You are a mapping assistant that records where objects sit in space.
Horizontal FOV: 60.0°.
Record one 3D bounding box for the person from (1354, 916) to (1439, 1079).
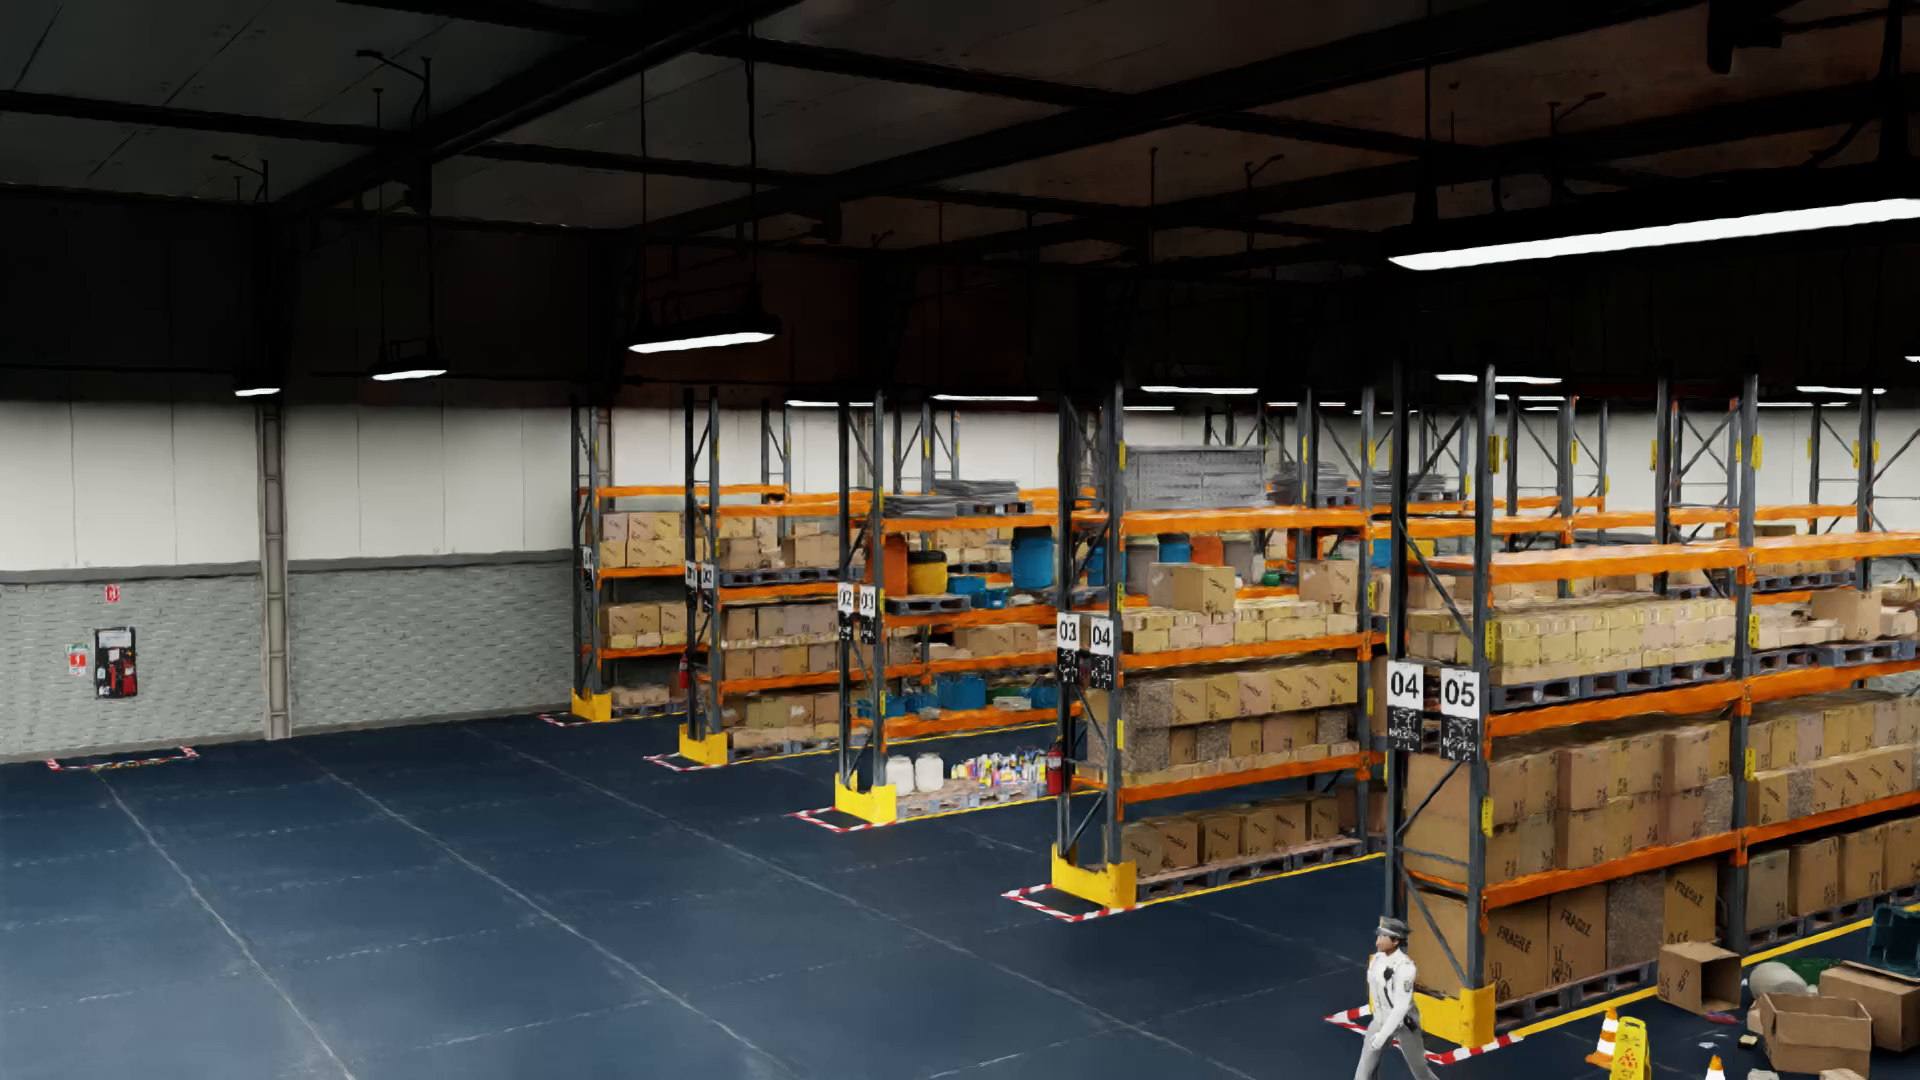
[{"bbox_3d":[3.208,3.590,12.366,0.976,1.621,0.482,-2,4,-26],"label":"person"}]
